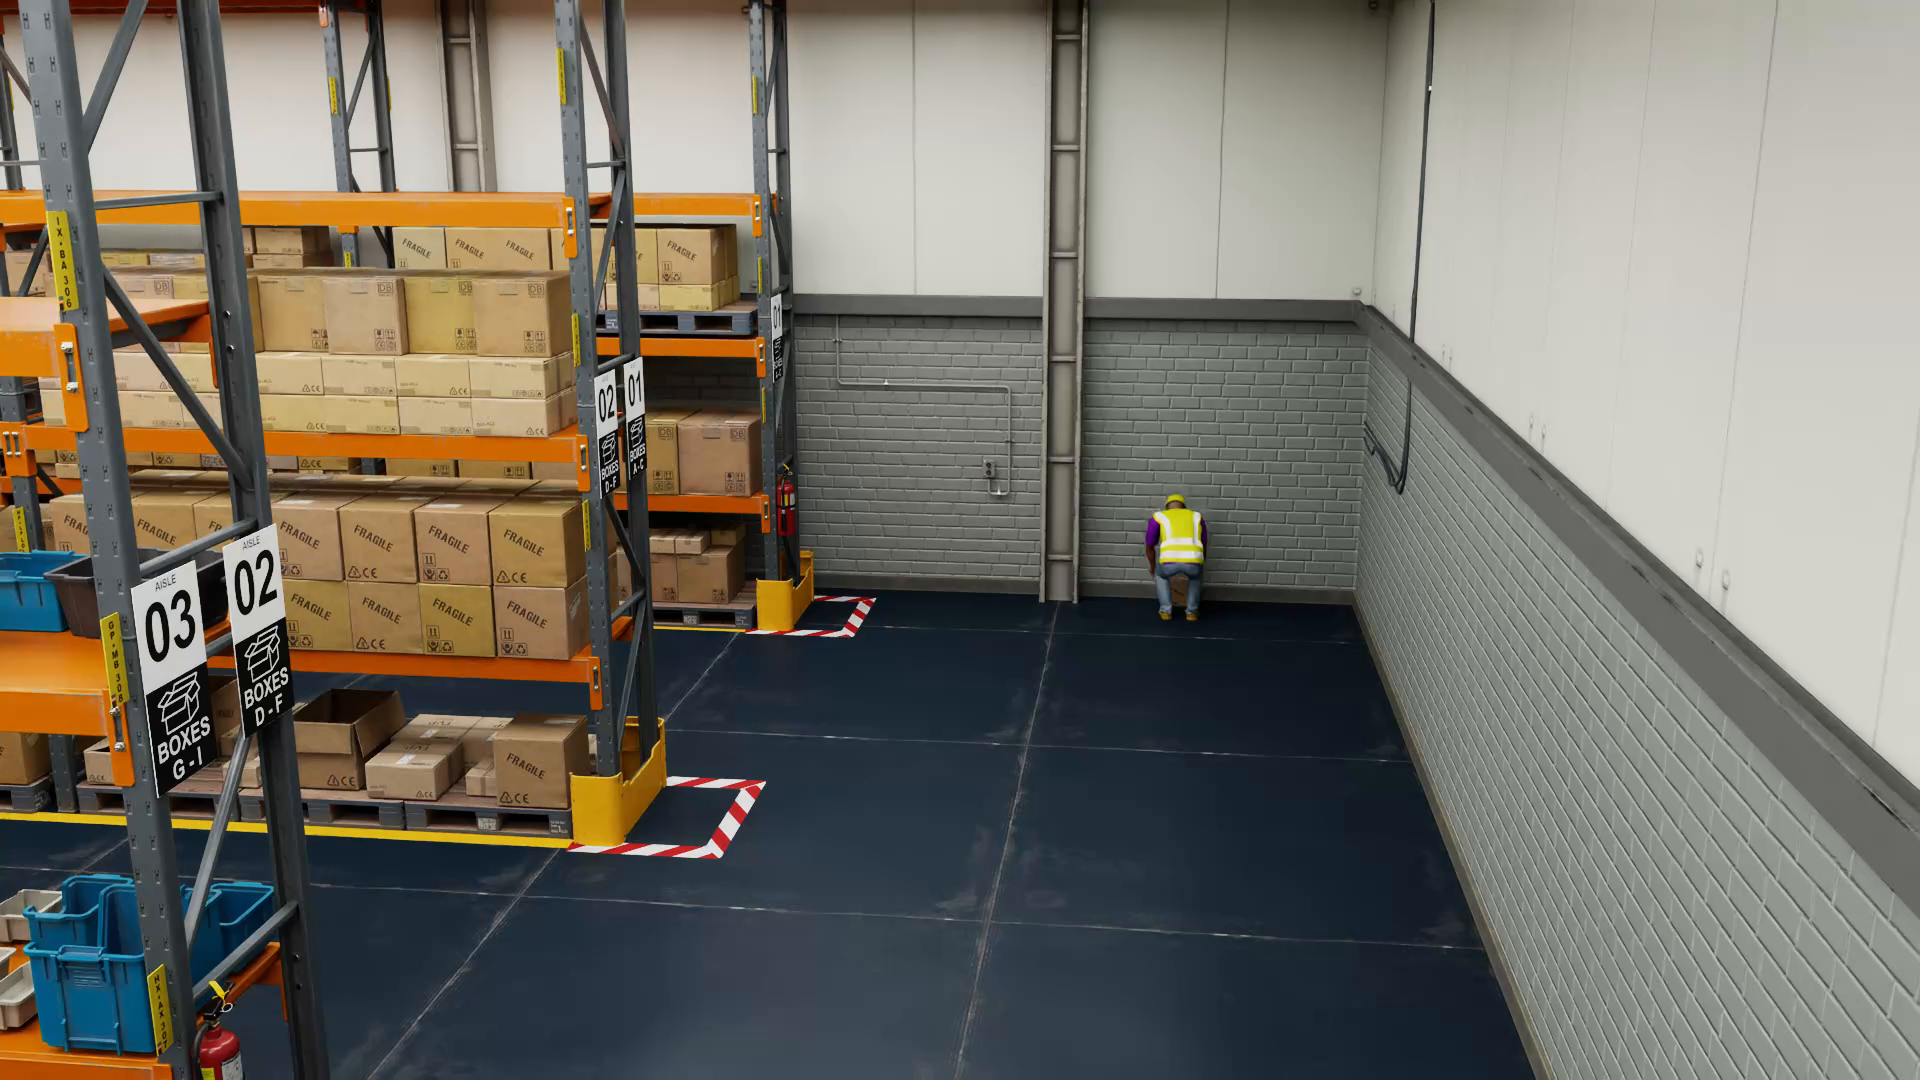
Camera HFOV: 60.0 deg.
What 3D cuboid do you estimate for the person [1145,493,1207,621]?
[{"bbox_3d":[2.142,0.175,16.491,0.615,1.167,0.856,2,14,6],"label":"person"}]
